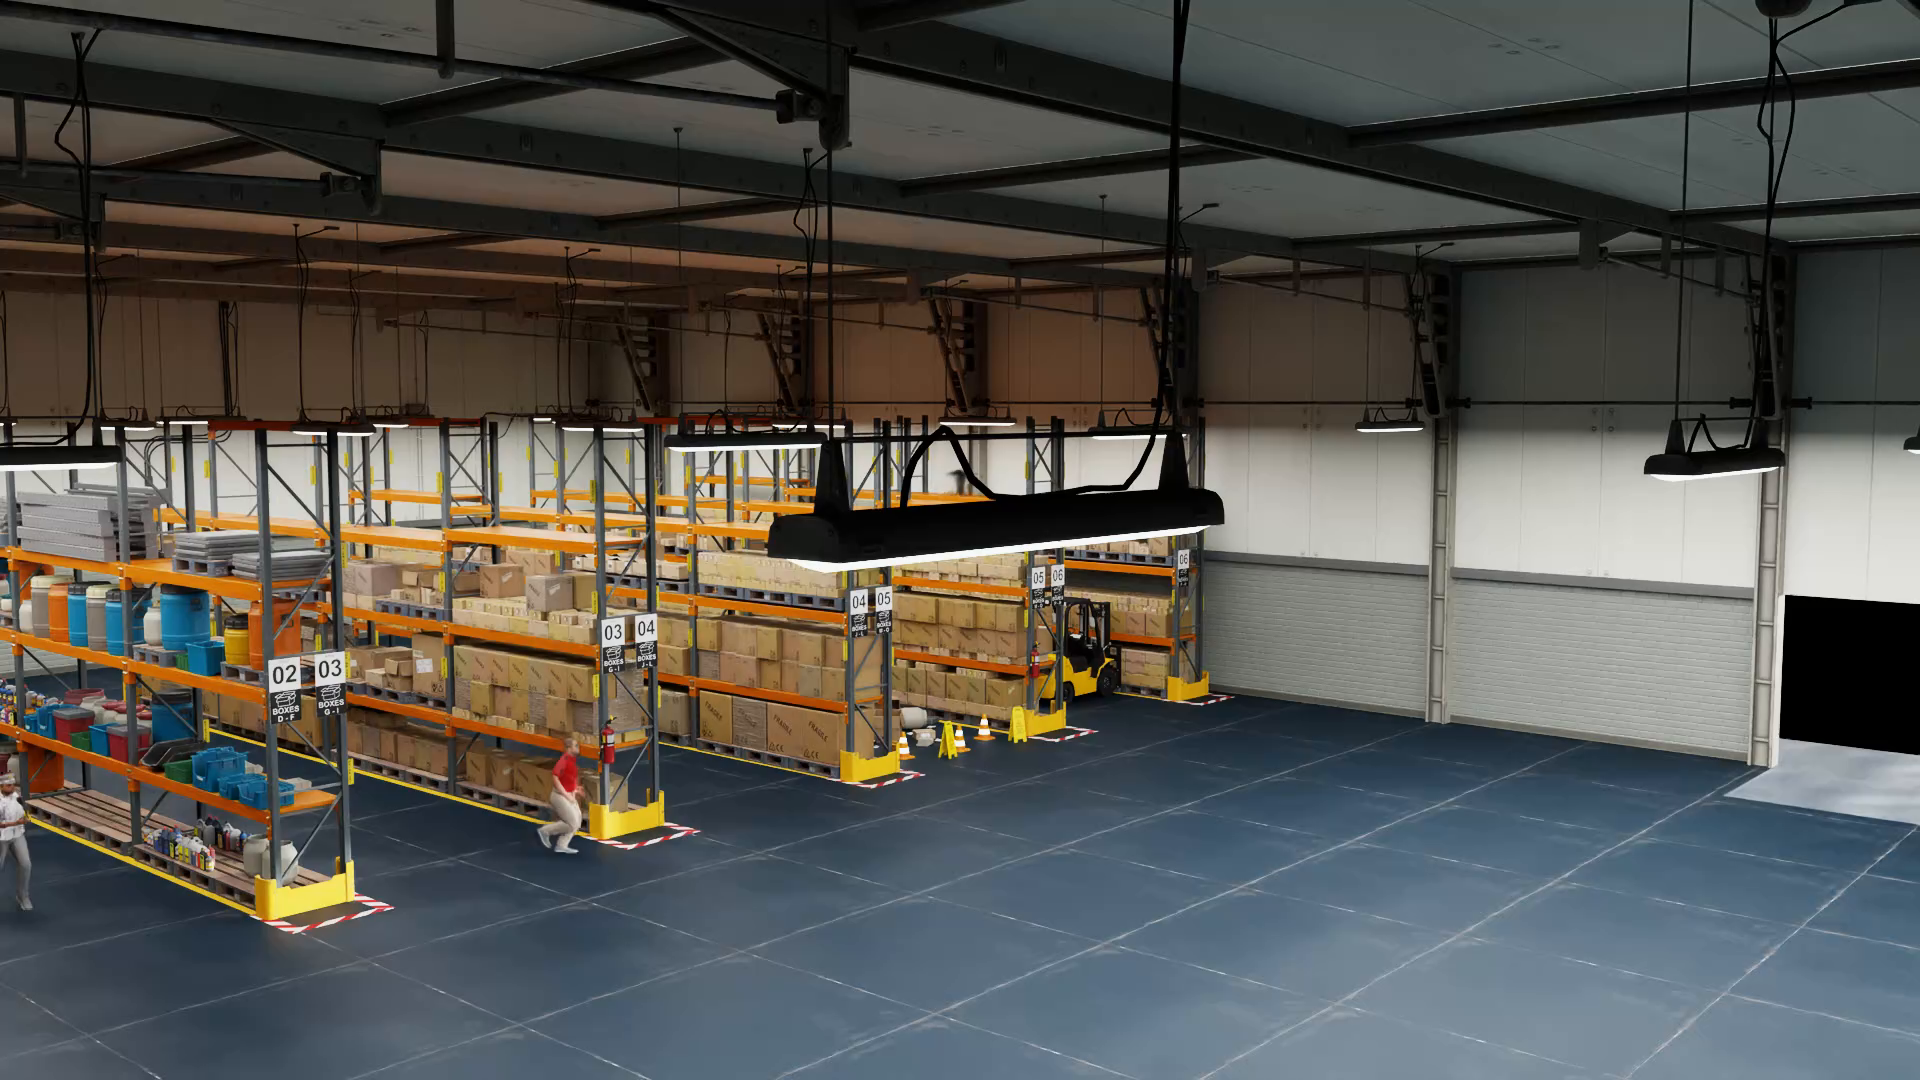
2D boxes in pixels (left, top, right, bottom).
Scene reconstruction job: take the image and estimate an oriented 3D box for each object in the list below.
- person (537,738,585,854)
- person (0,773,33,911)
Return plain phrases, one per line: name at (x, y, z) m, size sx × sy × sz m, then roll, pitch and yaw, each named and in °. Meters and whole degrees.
person at (-5.587, 3.596, 23.273) m, size 0.639 × 1.636 × 0.644 m, roll 0°, pitch 5°, yaw -5°
person at (-11.914, 3.762, 20.765) m, size 0.848 × 1.748 × 0.518 m, roll 2°, pitch 5°, yaw 27°
